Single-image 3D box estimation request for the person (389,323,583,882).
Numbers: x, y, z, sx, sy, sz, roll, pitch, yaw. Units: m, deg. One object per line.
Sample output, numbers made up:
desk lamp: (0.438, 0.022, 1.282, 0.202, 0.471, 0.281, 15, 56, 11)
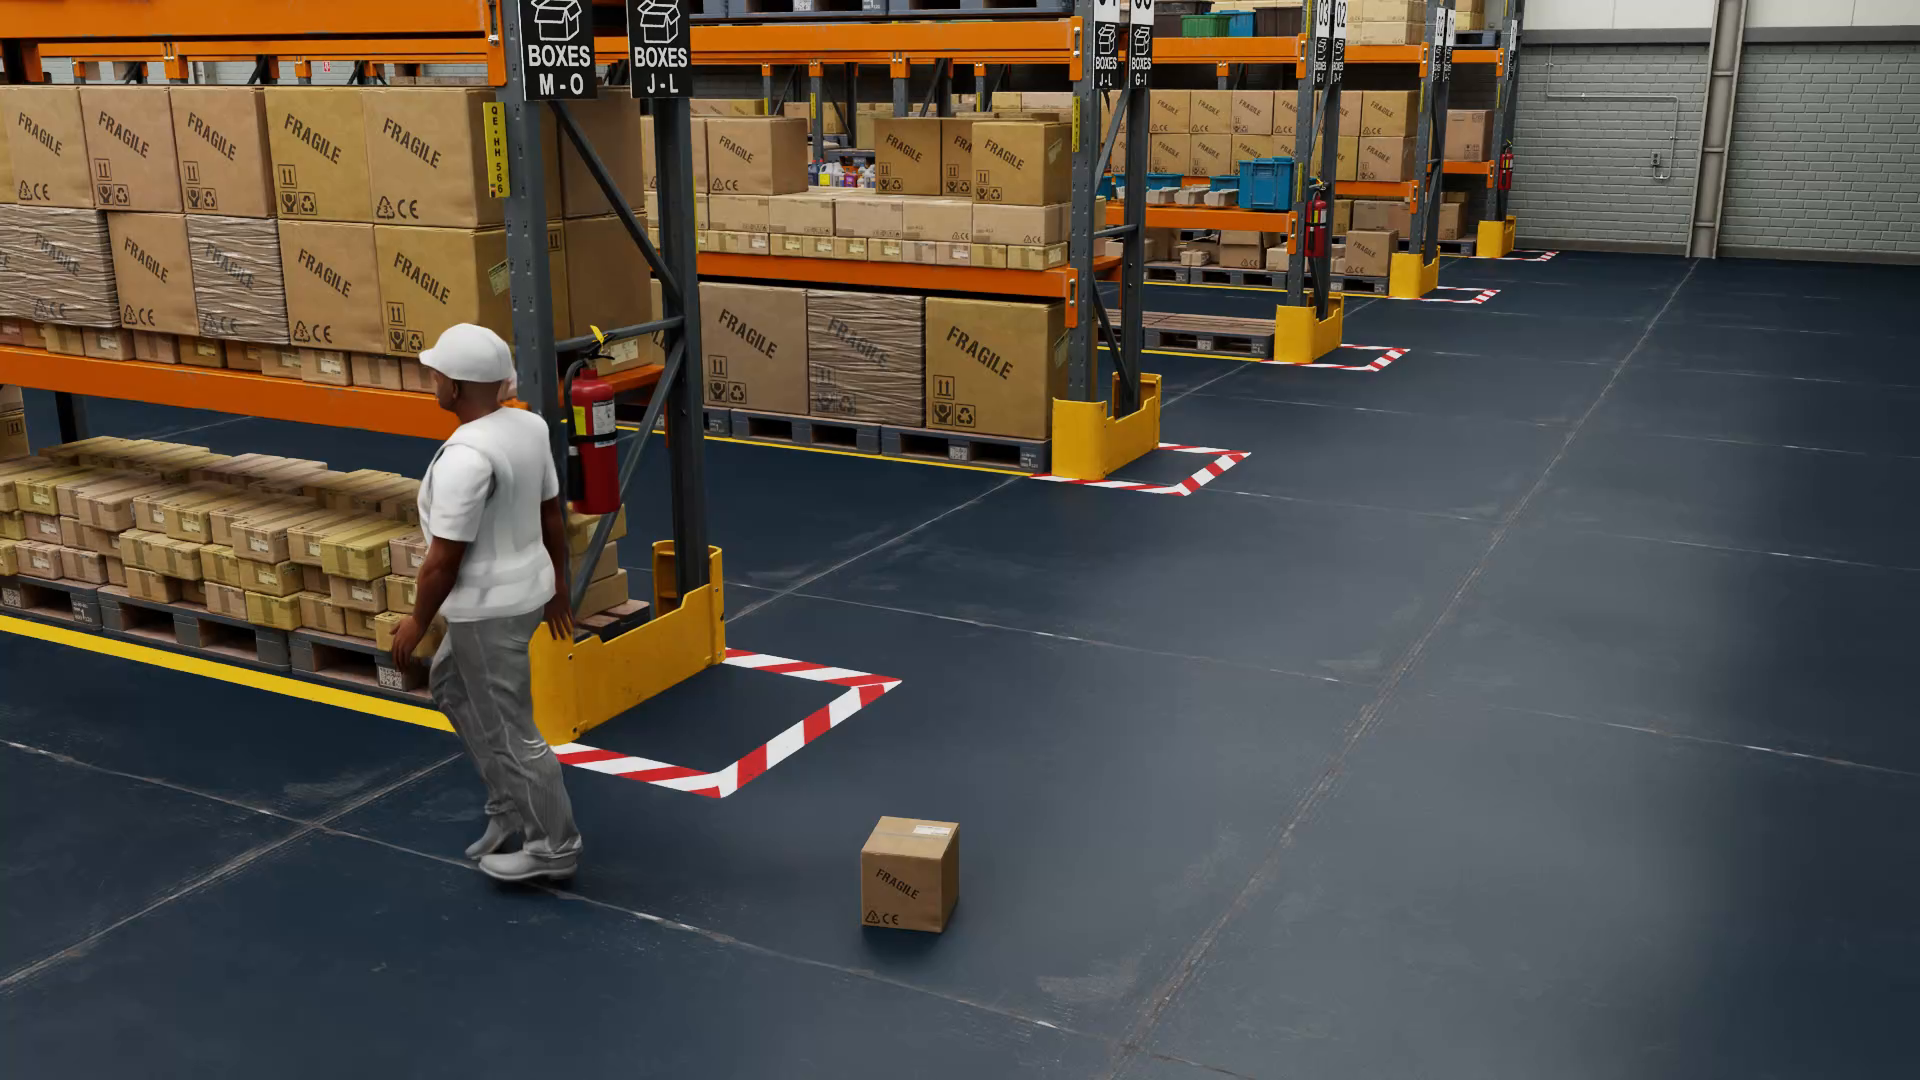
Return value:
person: (-1.462, 0.229, 5.164, 0.524, 1.814, 0.574, 1, 16, 4)
